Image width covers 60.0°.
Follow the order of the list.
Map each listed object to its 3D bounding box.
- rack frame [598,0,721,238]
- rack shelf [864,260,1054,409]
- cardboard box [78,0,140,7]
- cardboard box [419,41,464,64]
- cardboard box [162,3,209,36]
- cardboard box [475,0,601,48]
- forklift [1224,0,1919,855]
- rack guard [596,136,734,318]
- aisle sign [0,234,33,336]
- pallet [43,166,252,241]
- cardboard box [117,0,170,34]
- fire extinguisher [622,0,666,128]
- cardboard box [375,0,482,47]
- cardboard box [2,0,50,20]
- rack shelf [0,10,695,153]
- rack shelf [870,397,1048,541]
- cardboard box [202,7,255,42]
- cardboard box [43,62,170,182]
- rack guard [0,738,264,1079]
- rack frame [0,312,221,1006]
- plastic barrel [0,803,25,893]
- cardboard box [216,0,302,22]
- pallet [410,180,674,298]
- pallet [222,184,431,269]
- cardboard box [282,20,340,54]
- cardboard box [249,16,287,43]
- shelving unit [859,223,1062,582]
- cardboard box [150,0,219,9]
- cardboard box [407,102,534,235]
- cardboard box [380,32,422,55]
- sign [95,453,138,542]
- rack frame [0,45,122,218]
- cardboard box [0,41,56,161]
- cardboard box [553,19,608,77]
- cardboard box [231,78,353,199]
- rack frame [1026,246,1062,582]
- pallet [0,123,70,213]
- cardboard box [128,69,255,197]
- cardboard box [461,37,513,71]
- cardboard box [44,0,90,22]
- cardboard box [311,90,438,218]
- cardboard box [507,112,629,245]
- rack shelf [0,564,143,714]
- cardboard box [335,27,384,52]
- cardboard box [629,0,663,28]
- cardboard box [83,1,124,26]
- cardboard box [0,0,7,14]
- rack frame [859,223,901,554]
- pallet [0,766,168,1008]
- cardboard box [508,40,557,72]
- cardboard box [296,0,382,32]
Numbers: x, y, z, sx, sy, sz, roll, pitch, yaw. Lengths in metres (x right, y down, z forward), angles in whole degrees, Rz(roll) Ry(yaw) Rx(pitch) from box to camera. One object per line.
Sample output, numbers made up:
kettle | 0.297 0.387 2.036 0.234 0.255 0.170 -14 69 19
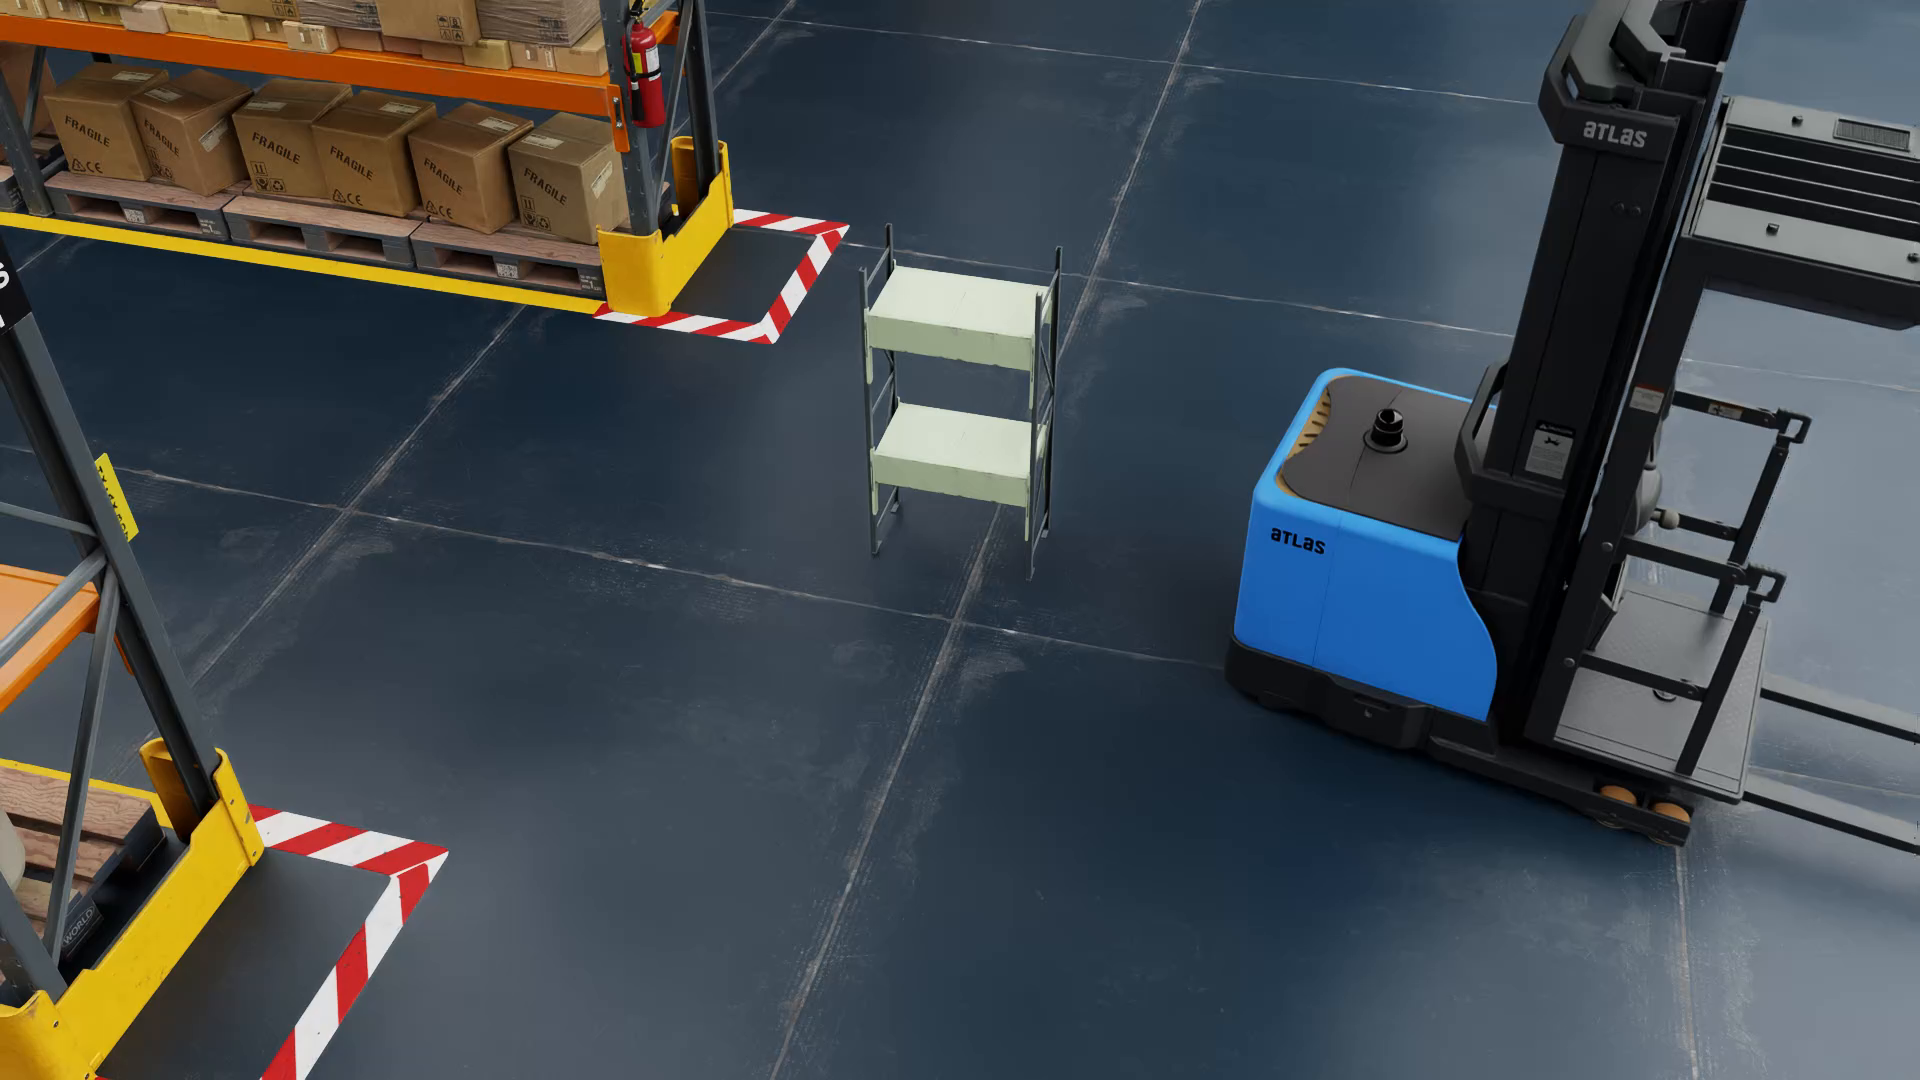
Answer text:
rack frame | -1.592 -2.752 8.694 0.127 3.000 1.000 10 41 11
rack shelf | 0.006 -0.872 7.015 0.720 0.370 0.431 10 41 11
cardboard box | -4.563 -3.351 9.098 0.500 0.500 0.875 10 41 11
cardboard box | -2.654 -2.677 8.801 0.250 0.149 0.380 10 41 11
cardboard box | -4.112 -2.905 9.072 0.250 0.149 0.380 10 41 11
cardboard box | -2.116 -3.012 8.695 0.500 0.500 0.875 10 41 11
forklift | 2.662 -0.348 5.885 3.031 2.935 1.130 17 43 20
rack guard | -1.665 -1.807 9.513 0.348 0.500 1.175 10 41 11
aisle sign | -2.727 -0.840 4.396 0.004 0.787 0.394 10 41 11
pallet | -4.798 -2.259 10.276 1.213 0.211 1.003 10 41 11
cardboard box | -4.364 -2.921 9.091 0.250 0.149 0.380 10 41 11
fire extinguisher | -1.600 -2.417 8.355 0.183 0.674 0.296 10 41 11
cardboard box | -2.630 -3.021 8.706 0.500 0.500 0.875 10 41 11
cardboard box | -5.088 -3.048 9.242 0.250 0.149 0.380 10 41 11
rack shelf | -3.524 -2.809 9.321 4.000 0.370 1.077 10 41 11
rack shelf | 0.006 -0.324 7.476 0.720 0.370 0.431 10 41 11
cardboard box | -3.873 -2.857 9.014 0.250 0.149 0.380 10 41 11
cardboard box | -5.080 -2.529 10.046 0.500 0.500 0.500 9 41 10
rack guard | -2.957 1.299 5.814 0.348 0.500 1.175 10 41 11
rack frame | -2.872 0.325 5.030 0.127 3.000 1.000 10 41 11
plastic barrel | -3.527 1.055 5.769 0.421 0.512 0.421 0 40 0
cardboard box | -3.582 -3.221 8.944 0.500 0.500 0.875 10 41 11
pallet | -2.441 -1.853 9.793 1.213 0.211 1.003 10 41 11
pallet | -3.615 -2.058 10.036 1.213 0.211 1.003 10 41 11
cardboard box | -3.396 -2.759 8.898 0.250 0.149 0.380 10 41 11
cardboard box | -3.620 -2.843 8.999 0.250 0.149 0.380 10 41 11
shelving unit | 0.006 -0.573 7.266 0.755 1.500 0.431 10 41 11
cardboard box | -4.054 -3.330 9.074 0.500 0.500 0.875 10 41 11
cardboard box | -2.777 -2.148 9.592 0.500 0.500 0.500 20 44 23
cardboard box | -2.885 -2.745 8.881 0.250 0.149 0.380 10 41 11
sign | -2.725 -0.122 5.347 0.005 0.325 0.100 10 41 11
rack frame | -5.456 -3.417 9.486 0.127 3.000 1.000 10 41 11
cardboard box | -6.043 -2.743 10.286 0.500 0.500 0.700 7 41 8
cardboard box | -1.920 -2.575 8.678 0.250 0.149 0.380 10 41 11
cardboard box | -3.904 -2.384 9.873 0.500 0.500 0.500 6 40 8
rack frame | 0.360 -0.512 7.194 0.023 1.500 0.400 10 41 11
pallet | -6.208 -2.477 10.536 1.213 0.211 1.003 10 41 11
cardboard box | -4.524 -2.438 9.938 0.500 0.500 0.500 23 45 25
cardboard box | -2.416 -2.626 8.740 0.250 0.149 0.380 10 41 11
cardboard box | -4.839 -3.024 9.213 0.250 0.149 0.380 10 41 11
cardboard box | -3.377 -2.263 9.730 0.500 0.500 0.500 13 42 15
cardboard box | -2.190 -2.069 9.499 0.500 0.500 0.500 17 43 19
rack shelf | -4.804 0.268 5.657 4.000 0.370 1.077 10 41 11
cardboard box | -3.132 -2.772 8.914 0.250 0.149 0.380 10 41 11
cardboard box | -1.805 -2.851 9.008 0.250 0.149 0.380 10 41 11
cardboard box | -4.595 -2.988 9.171 0.250 0.149 0.380 10 41 11
cardboard box | -5.326 -3.098 9.301 0.250 0.149 0.380 10 41 11
rack frame | -0.347 -0.634 7.339 0.023 1.500 0.400 10 41 11
pallet | -3.741 1.272 6.072 1.213 0.211 1.003 10 41 11
cardboard box | -2.162 -2.616 8.728 0.250 0.149 0.380 10 41 11
cardboard box | -3.102 -3.131 8.836 0.500 0.500 0.875 10 41 11
